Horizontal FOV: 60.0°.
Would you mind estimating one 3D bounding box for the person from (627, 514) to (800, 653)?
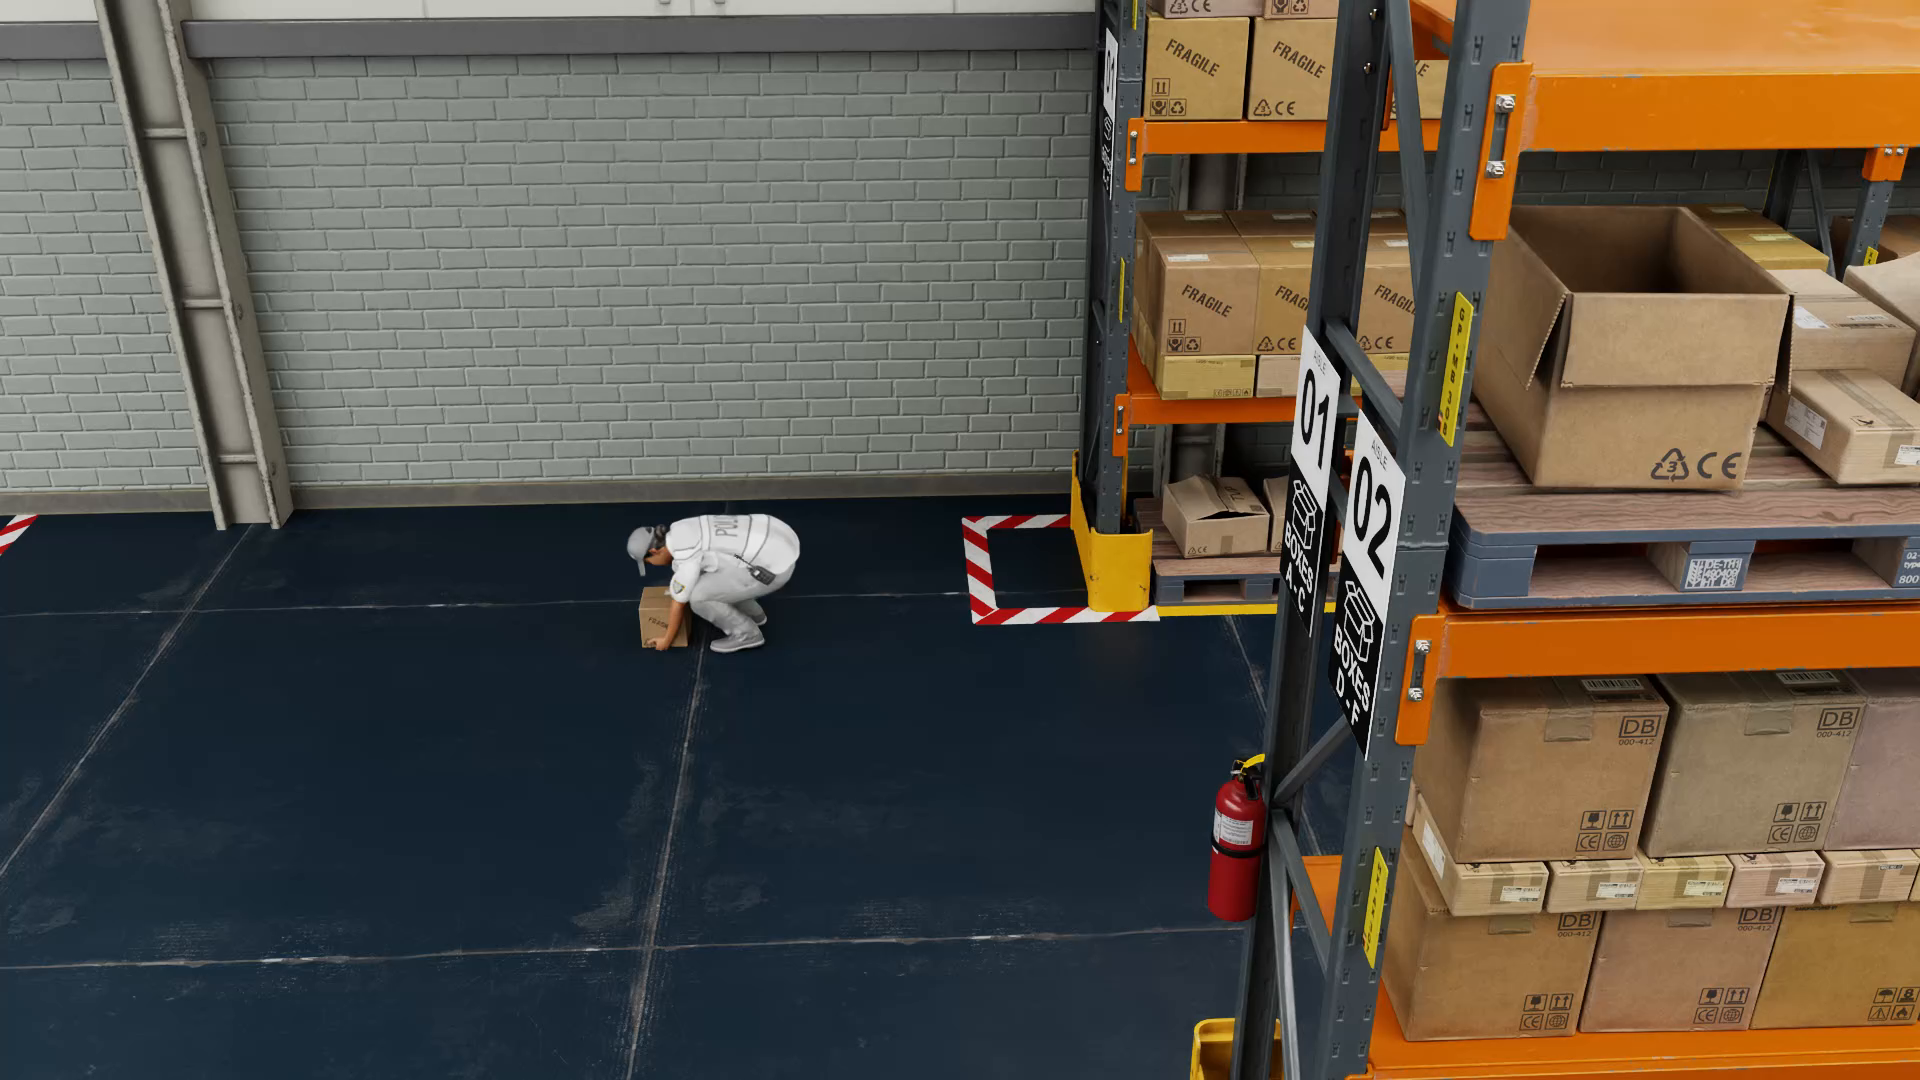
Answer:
[{"bbox_3d":[-1.346,0.227,9.202,0.931,0.752,0.488,-2,28,-4],"label":"person"}]
